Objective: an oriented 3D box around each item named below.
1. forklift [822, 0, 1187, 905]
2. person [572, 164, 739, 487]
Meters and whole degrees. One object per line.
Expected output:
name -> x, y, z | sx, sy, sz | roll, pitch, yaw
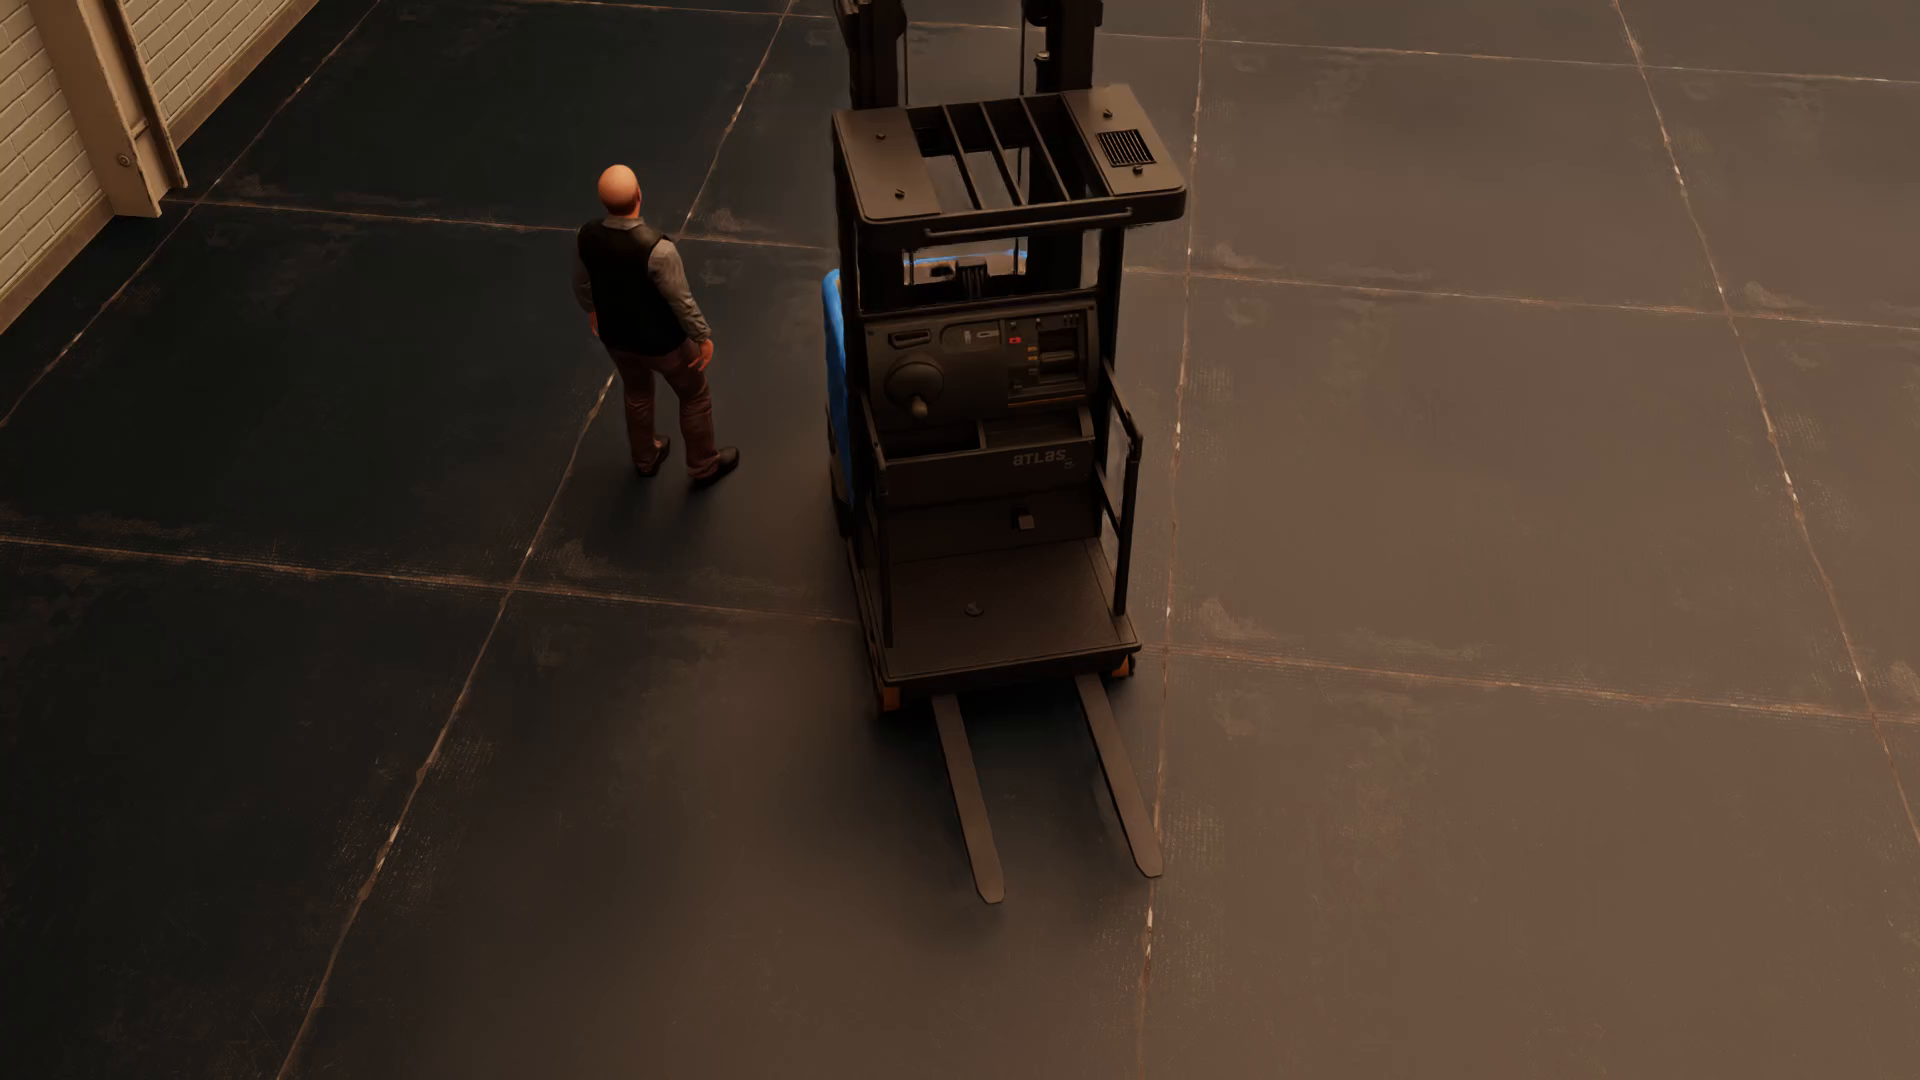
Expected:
forklift -> 0.135, -0.626, 6.406 | 1.130, 2.935, 3.031 | -8, 43, -8
person -> -1.429, -0.943, 7.707 | 0.663, 1.638, 0.474 | 14, 44, 15
